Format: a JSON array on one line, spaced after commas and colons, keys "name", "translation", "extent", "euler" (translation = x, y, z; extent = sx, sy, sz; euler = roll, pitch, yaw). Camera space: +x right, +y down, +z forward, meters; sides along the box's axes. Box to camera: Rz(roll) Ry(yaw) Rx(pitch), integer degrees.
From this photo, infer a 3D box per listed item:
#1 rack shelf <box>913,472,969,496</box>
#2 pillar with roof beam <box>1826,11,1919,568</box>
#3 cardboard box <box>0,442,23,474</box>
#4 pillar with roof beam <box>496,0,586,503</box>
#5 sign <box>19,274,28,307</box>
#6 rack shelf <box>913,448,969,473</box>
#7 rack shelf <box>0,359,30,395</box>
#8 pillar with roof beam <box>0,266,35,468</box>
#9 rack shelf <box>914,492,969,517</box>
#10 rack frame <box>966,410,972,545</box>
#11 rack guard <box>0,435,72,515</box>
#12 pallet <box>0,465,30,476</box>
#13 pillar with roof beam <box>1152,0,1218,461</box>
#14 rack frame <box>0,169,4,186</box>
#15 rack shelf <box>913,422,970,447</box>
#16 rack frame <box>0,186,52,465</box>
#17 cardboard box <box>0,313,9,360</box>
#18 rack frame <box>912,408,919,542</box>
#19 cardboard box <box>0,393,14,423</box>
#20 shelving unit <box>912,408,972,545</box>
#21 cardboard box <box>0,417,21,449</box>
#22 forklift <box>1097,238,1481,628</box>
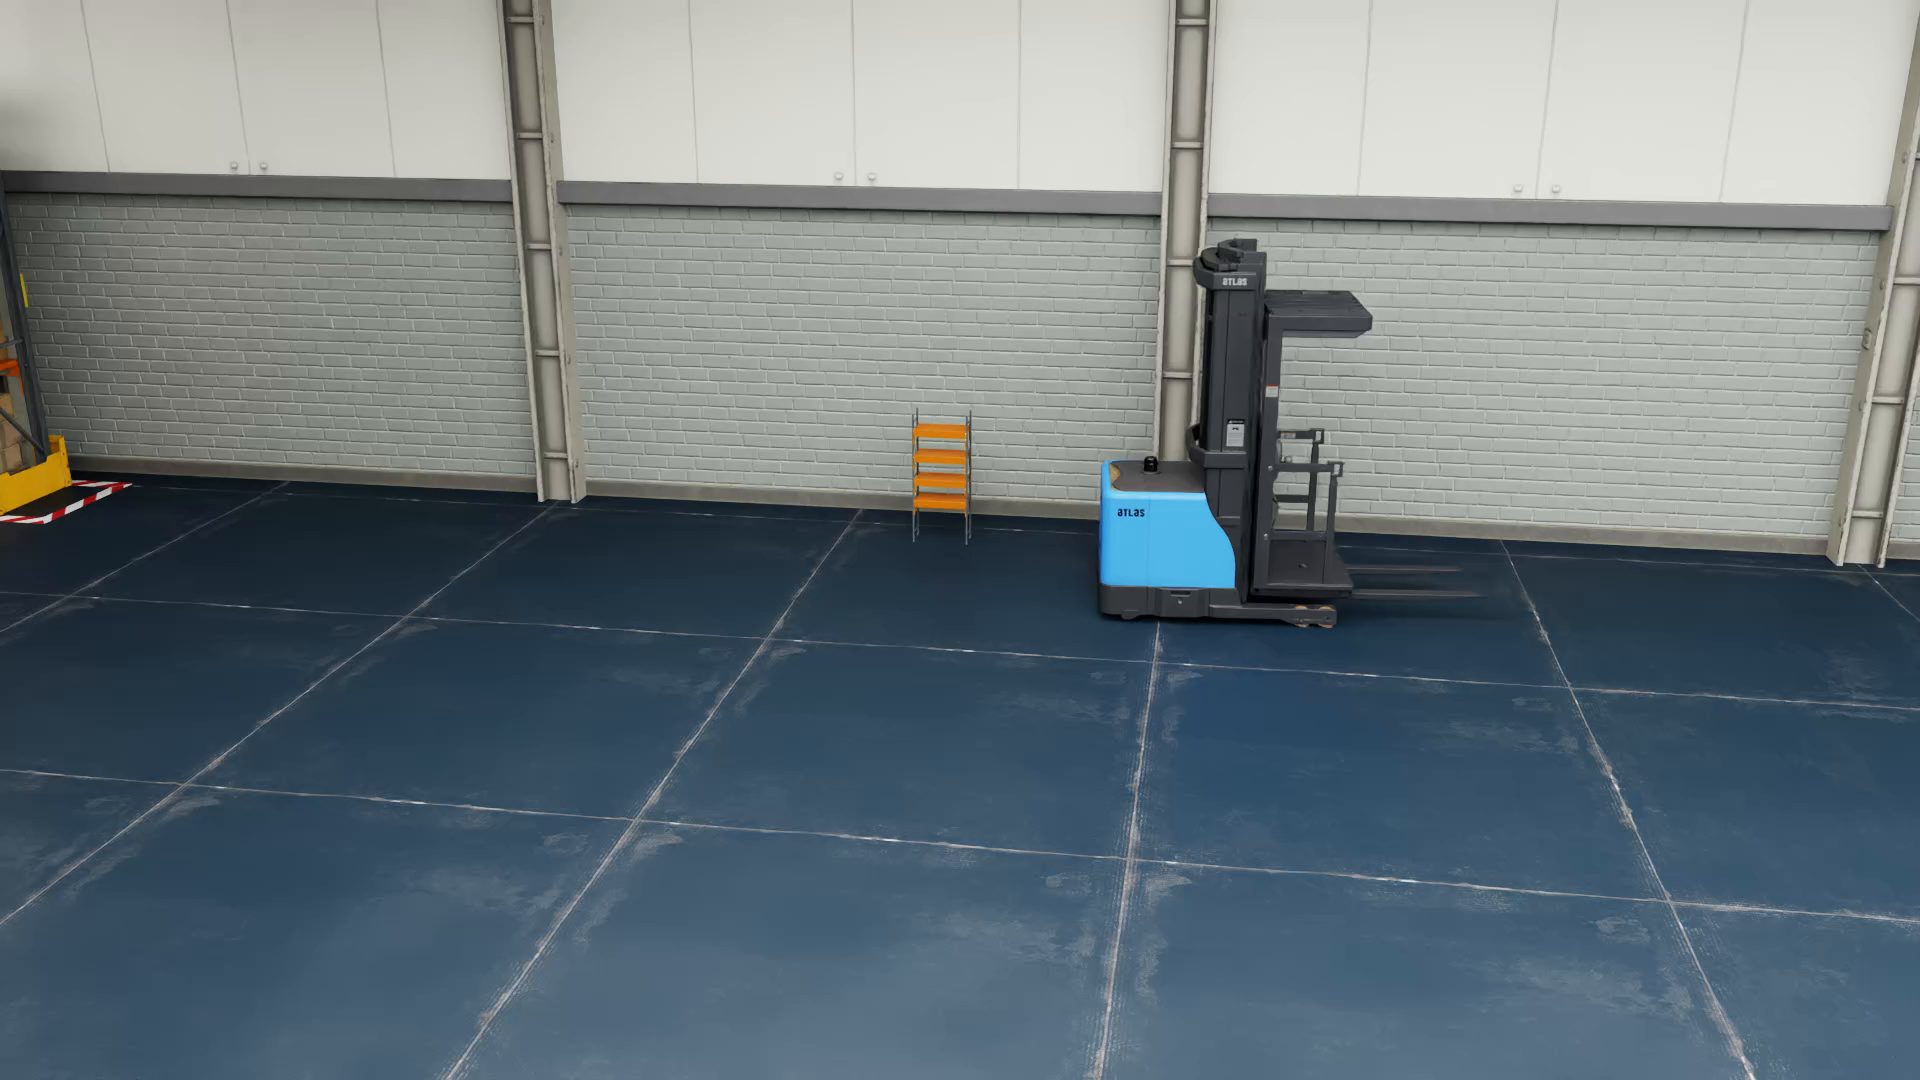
[{"name": "rack shelf", "translation": [-0.163, -0.514, 15.106], "extent": [0.480, 0.148, 0.258], "euler": [3, 19, 9]}, {"name": "pillar with roof beam", "translation": [7.224, -2.735, 9.243], "extent": [0.400, 9.000, 9.100], "euler": [3, 19, 9]}, {"name": "cardboard box", "translation": [-9.775, -0.809, 16.611], "extent": [0.500, 0.250, 0.500], "euler": [3, 19, 9]}, {"name": "pillar with roof beam", "translation": [-4.625, -3.339, 11.048], "extent": [0.400, 9.000, 9.100], "euler": [3, 19, 9]}, {"name": "sign", "translation": [-9.227, -2.449, 16.353], "extent": [0.005, 0.325, 0.100], "euler": [3, 19, 9]}, {"name": "rack shelf", "translation": [-0.163, -0.726, 15.035], "extent": [0.480, 0.148, 0.258], "euler": [3, 19, 9]}, {"name": "rack shelf", "translation": [-11.296, -1.587, 16.399], "extent": [4.000, 0.370, 1.077], "euler": [3, 19, 9]}, {"name": "pillar with roof beam", "translation": [-10.549, -3.641, 11.950], "extent": [0.400, 9.000, 9.100], "euler": [3, 19, 9]}, {"name": "rack shelf", "translation": [-0.163, -0.325, 15.169], "extent": [0.480, 0.148, 0.258], "euler": [3, 19, 9]}, {"name": "rack frame", "translation": [0.077, -0.565, 15.048], "extent": [0.015, 1.200, 0.240], "euler": [3, 19, 9]}, {"name": "rack guard", "translation": [-9.298, -0.641, 16.377], "extent": [0.348, 0.500, 1.175], "euler": [3, 19, 9]}, {"name": "pallet", "translation": [-10.083, -0.531, 16.503], "extent": [1.213, 0.211, 1.003], "euler": [3, 19, 9]}, {"name": "pillar with roof beam", "translation": [1.300, -3.037, 10.145], "extent": [0.400, 9.000, 9.100], "euler": [3, 19, 9]}, {"name": "rack frame", "translation": [-9.321, -4.672, 15.033], "extent": [0.127, 3.000, 1.000], "euler": [3, 19, 9]}, {"name": "rack shelf", "translation": [-0.163, -0.950, 14.960], "extent": [0.480, 0.148, 0.258], "euler": [3, 19, 9]}, {"name": "rack frame", "translation": [-9.321, -1.827, 15.984], "extent": [0.127, 3.000, 1.000], "euler": [3, 19, 9]}, {"name": "cardboard box", "translation": [-9.766, -1.987, 16.303], "extent": [0.500, 0.500, 0.500], "euler": [4, 19, 10]}, {"name": "rack frame", "translation": [-0.404, -0.590, 15.121], "extent": [0.015, 1.200, 0.240], "euler": [3, 19, 9]}, {"name": "cardboard box", "translation": [-9.766, -1.280, 16.445], "extent": [0.500, 0.250, 0.500], "euler": [3, 19, 8]}, {"name": "shelving unit", "translation": [-0.163, -0.577, 15.084], "extent": [0.503, 1.200, 0.258], "euler": [3, 19, 9]}, {"name": "cardboard box", "translation": [-9.753, -1.048, 16.540], "extent": [0.500, 0.250, 0.500], "euler": [3, 19, 10]}, {"name": "forklift", "translation": [2.650, -0.869, 13.227], "extent": [3.031, 2.935, 1.130], "euler": [1, 19, 3]}]
